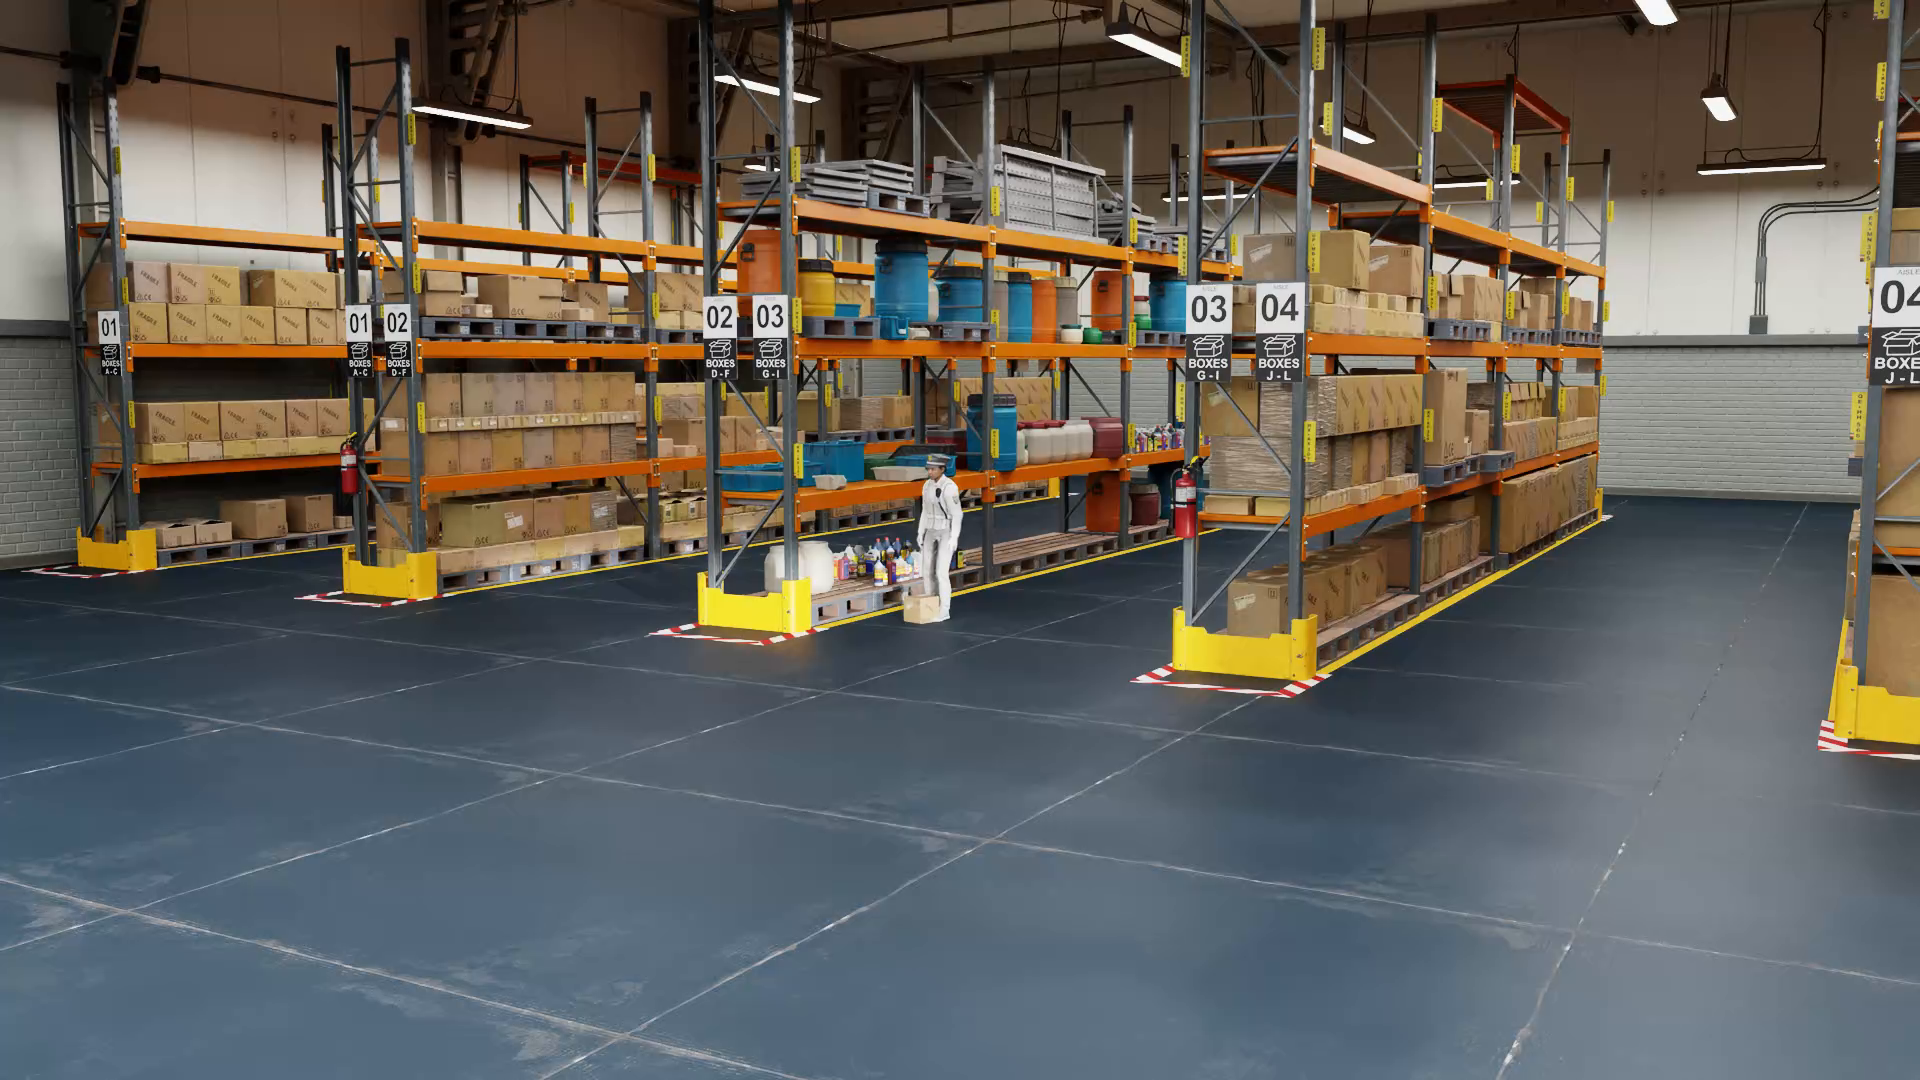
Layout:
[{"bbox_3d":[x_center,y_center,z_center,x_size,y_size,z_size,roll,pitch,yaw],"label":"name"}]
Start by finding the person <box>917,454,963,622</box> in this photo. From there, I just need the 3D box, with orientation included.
[{"bbox_3d":[-0.221,-0.033,16.645,0.547,1.667,0.408,6,8,44],"label":"person"}]
